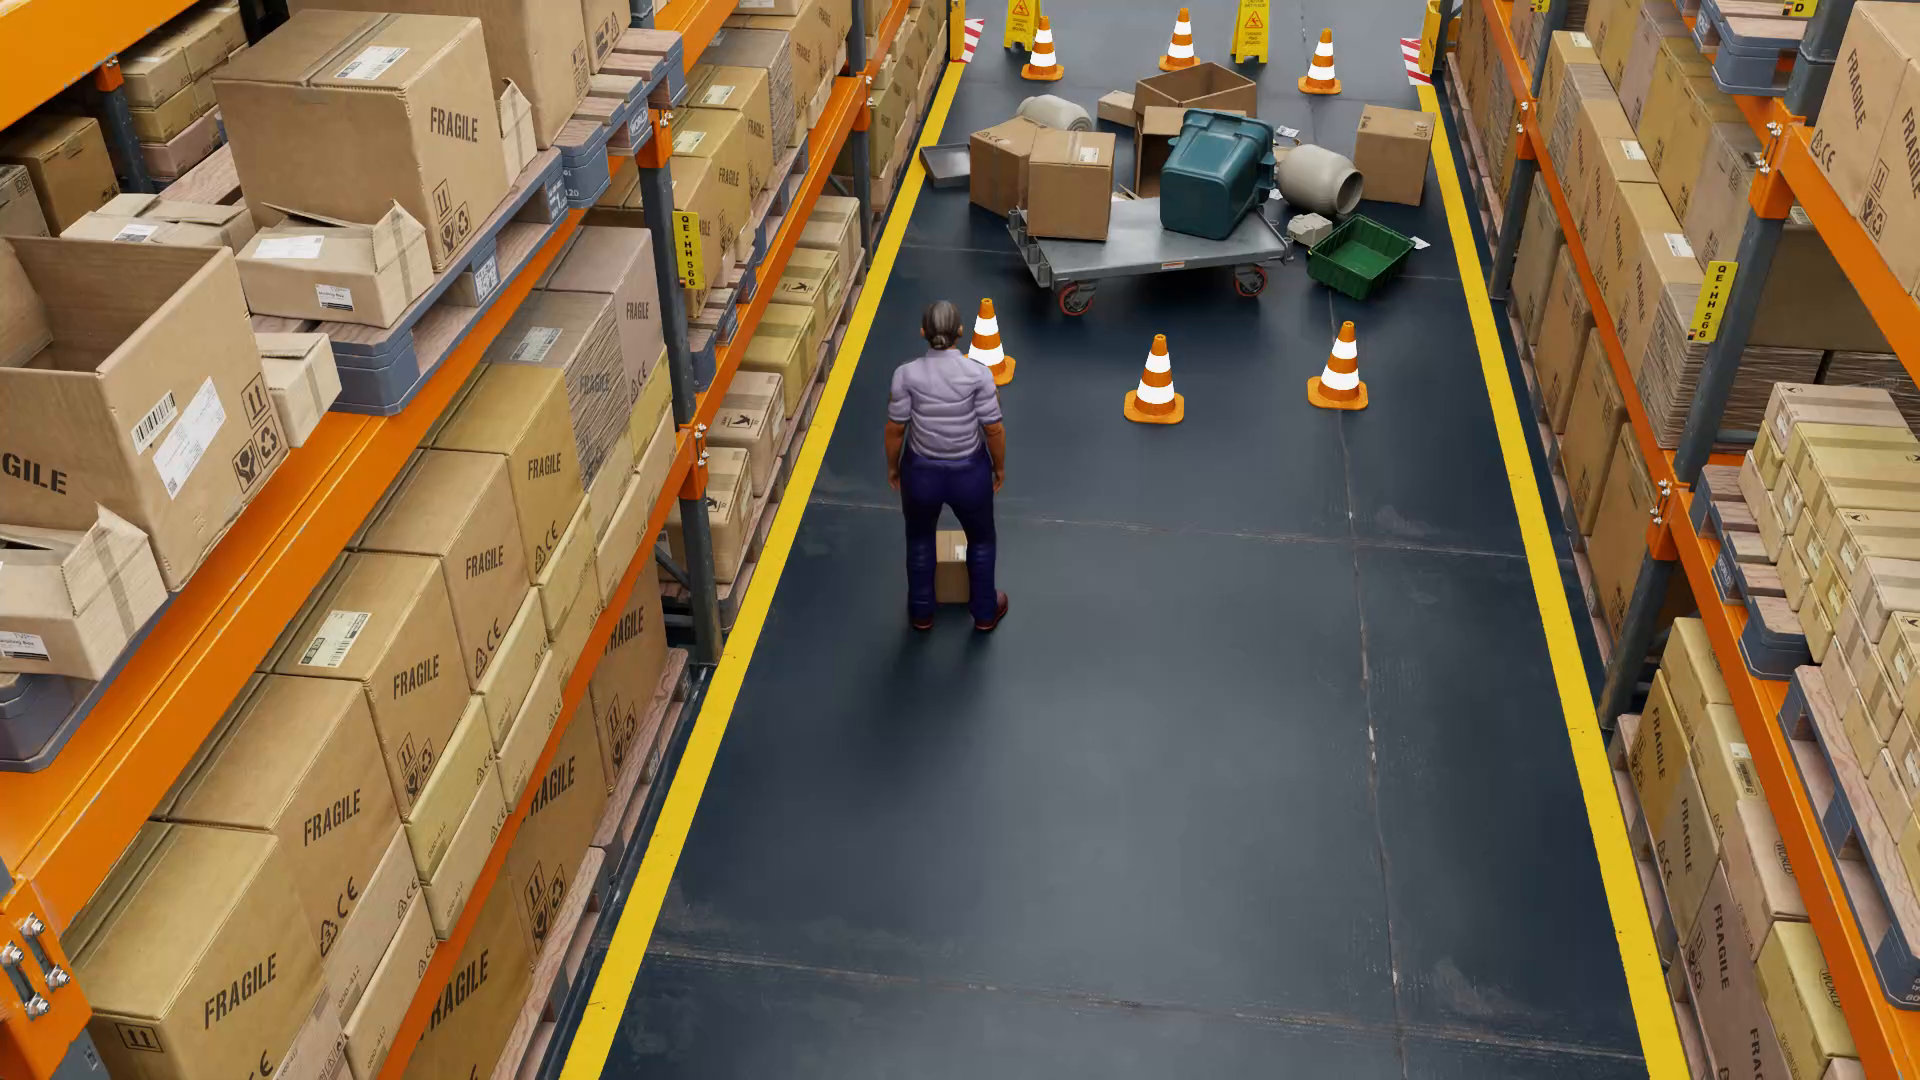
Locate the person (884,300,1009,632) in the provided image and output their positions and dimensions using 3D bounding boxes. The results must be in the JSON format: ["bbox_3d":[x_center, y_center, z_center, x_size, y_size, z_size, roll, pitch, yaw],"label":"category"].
[{"bbox_3d":[-0.051,-0.295,7.445,0.559,1.652,0.365,2,36,3],"label":"person"}]
